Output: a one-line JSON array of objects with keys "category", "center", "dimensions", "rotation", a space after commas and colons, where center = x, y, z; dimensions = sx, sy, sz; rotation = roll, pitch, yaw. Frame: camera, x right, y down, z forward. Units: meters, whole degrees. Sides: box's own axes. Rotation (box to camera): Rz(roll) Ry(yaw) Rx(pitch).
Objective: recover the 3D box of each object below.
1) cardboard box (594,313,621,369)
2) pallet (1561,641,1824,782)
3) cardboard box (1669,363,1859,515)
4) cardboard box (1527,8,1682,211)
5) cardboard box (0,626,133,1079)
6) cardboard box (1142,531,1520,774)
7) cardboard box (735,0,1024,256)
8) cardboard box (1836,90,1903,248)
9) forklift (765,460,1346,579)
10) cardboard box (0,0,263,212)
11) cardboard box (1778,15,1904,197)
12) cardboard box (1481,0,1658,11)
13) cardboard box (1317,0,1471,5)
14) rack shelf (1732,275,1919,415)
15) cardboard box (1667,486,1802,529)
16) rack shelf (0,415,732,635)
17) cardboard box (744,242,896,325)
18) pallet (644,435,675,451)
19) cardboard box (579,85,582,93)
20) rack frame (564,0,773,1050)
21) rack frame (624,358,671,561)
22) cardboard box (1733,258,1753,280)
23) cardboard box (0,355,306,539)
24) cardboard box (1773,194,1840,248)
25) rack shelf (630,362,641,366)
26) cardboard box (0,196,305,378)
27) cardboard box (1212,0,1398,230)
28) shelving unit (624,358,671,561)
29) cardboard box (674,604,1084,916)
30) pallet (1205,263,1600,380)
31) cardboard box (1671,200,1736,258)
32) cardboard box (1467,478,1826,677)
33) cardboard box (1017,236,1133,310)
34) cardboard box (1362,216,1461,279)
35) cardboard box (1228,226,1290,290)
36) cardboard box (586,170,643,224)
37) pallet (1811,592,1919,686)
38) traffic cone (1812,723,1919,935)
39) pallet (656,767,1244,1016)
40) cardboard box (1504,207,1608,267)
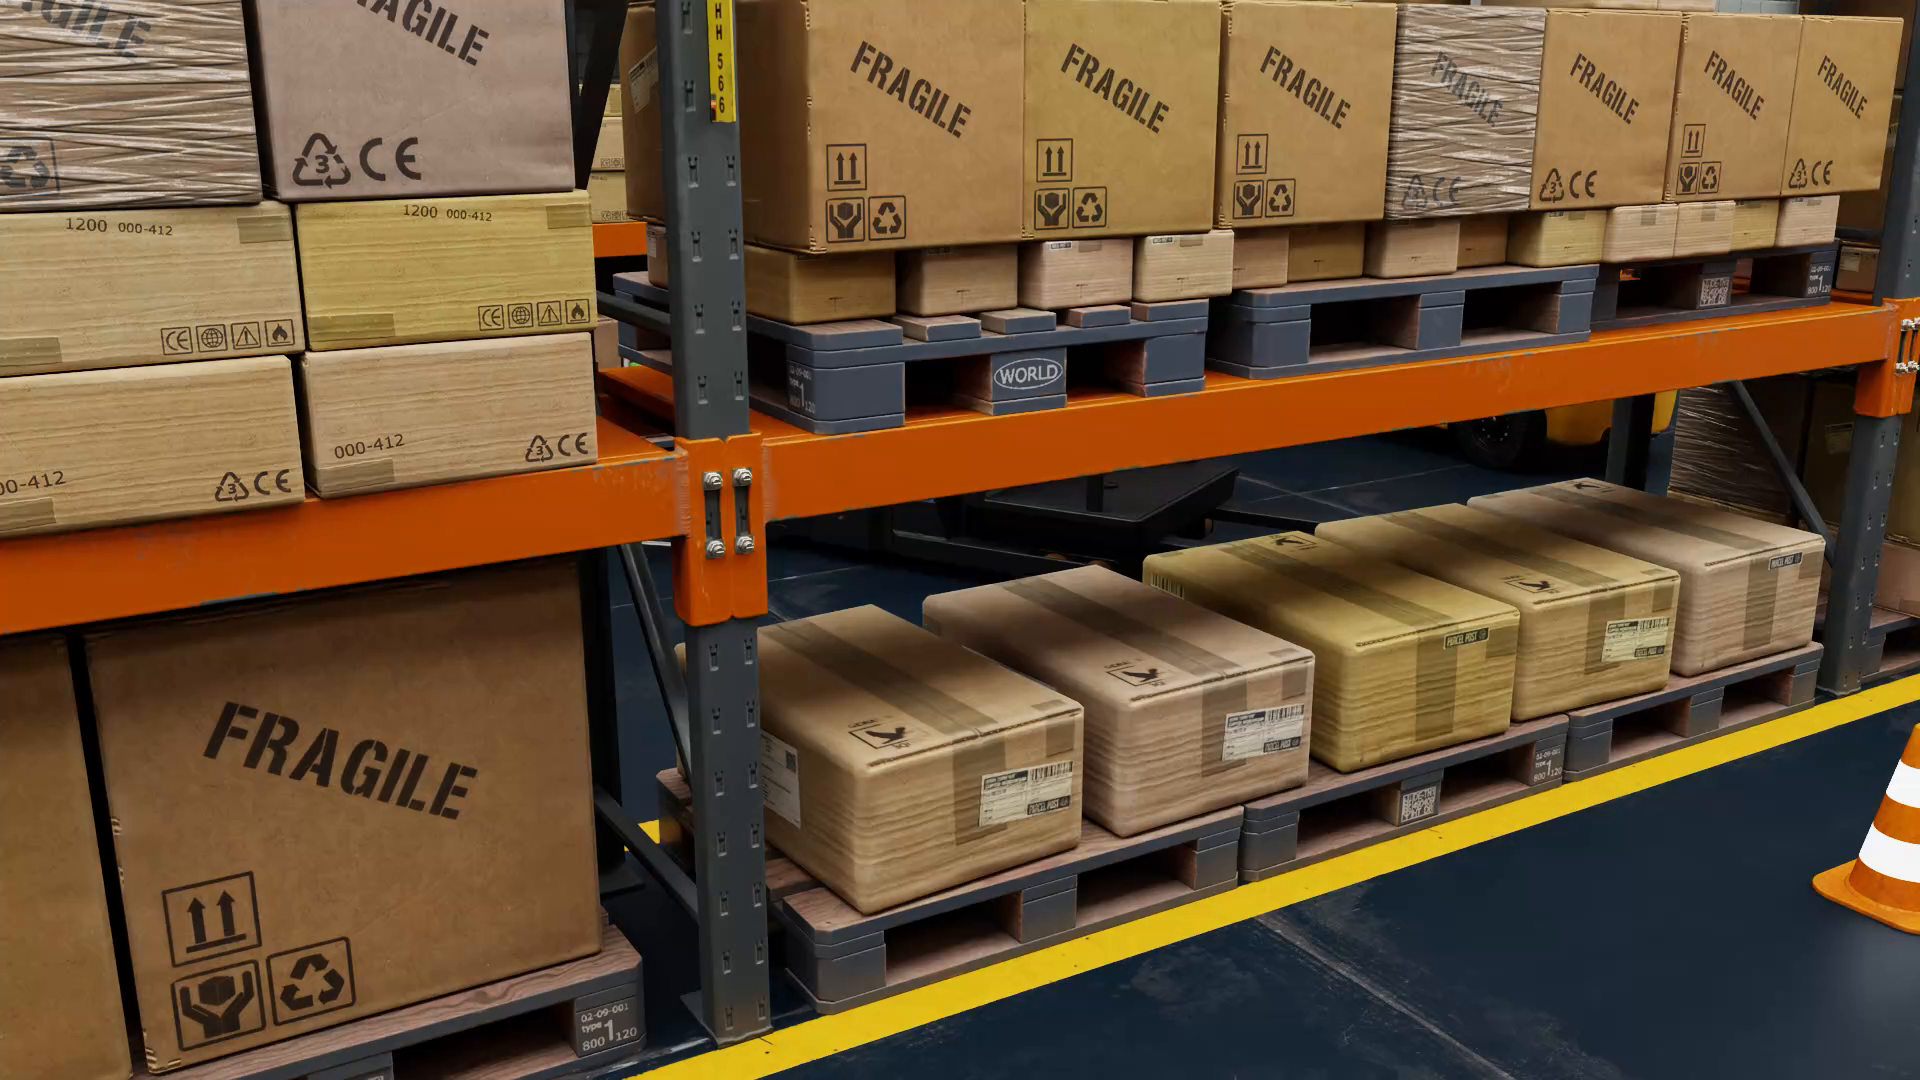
[{"category": "cardboard box", "center": [-2.178, -0.866, 8.564], "dimensions": [0.625, 0.625, 0.875], "rotation": [-9, 18, -28]}, {"category": "pallet", "center": [2.046, 0.412, 5.549], "dimensions": [1.213, 0.211, 1.003], "rotation": [-9, 18, -30]}, {"category": "cardboard box", "center": [3.082, -0.423, 6.288], "dimensions": [0.500, 0.500, 0.500], "rotation": [-9, 18, -30]}, {"category": "cardboard box", "center": [1.565, -1.176, 4.533], "dimensions": [0.500, 0.500, 0.500], "rotation": [-9, 18, -28]}, {"category": "cardboard box", "center": [-2.118, 0.537, 3.093], "dimensions": [0.875, 0.875, 0.875], "rotation": [-9, 18, -29]}, {"category": "cardboard box", "center": [1.055, 0.295, 4.890], "dimensions": [0.625, 0.372, 0.950], "rotation": [-9, 18, -28]}, {"category": "cardboard box", "center": [-0.211, -0.886, 3.498], "dimensions": [0.500, 0.500, 0.500], "rotation": [-10, 18, -31]}, {"category": "cardboard box", "center": [3.234, -1.227, 5.494], "dimensions": [0.500, 0.500, 0.500], "rotation": [-9, 18, -30]}, {"category": "forklift", "center": [0.540, -1.327, 6.715], "dimensions": [3.031, 2.935, 1.130], "rotation": [9, 18, 29]}, {"category": "cardboard box", "center": [-1.460, -0.807, 2.694], "dimensions": [0.500, 0.500, 0.500], "rotation": [-9, 18, -29]}, {"category": "cardboard box", "center": [2.435, -1.315, 5.031], "dimensions": [0.500, 0.500, 0.500], "rotation": [-10, 18, -31]}, {"category": "cardboard box", "center": [1.626, -1.486, 4.439], "dimensions": [0.250, 0.149, 0.380], "rotation": [-10, 19, -32]}, {"category": "cardboard box", "center": [1.249, -1.587, 4.797], "dimensions": [0.250, 0.149, 0.380], "rotation": [-8, 18, -27]}, {"category": "rack shelf", "center": [4.427, -0.971, 6.649], "dimensions": [4.000, 0.370, 1.077], "rotation": [-9, 18, -30]}, {"category": "cardboard box", "center": [3.081, -0.062, 6.389], "dimensions": [0.500, 0.250, 0.500], "rotation": [-8, 18, -27]}, {"category": "rack shelf", "center": [-2.430, 0.141, 2.681], "dimensions": [4.000, 0.370, 1.077], "rotation": [-9, 18, -30]}, {"category": "cardboard box", "center": [-0.342, -0.567, 3.561], "dimensions": [0.250, 0.149, 0.380], "rotation": [-10, 19, -33]}, {"category": "pallet", "center": [-1.505, -0.562, 9.025], "dimensions": [1.213, 0.211, 1.003], "rotation": [-9, 18, -30]}, {"category": "cardboard box", "center": [-1.998, -2.128, 8.056], "dimensions": [0.250, 0.149, 0.380], "rotation": [-9, 18, -29]}, {"category": "rack frame", "center": [-0.716, -0.483, 3.576], "dimensions": [0.127, 3.000, 1.000], "rotation": [-9, 18, -30]}, {"category": "rack frame", "center": [-1.268, -0.482, 6.906], "dimensions": [0.240, 1.200, 0.015], "rotation": [4, 16, 13]}, {"category": "cardboard box", "center": [2.831, -1.033, 6.005], "dimensions": [0.250, 0.149, 0.380], "rotation": [-9, 18, -30]}, {"category": "cardboard box", "center": [-1.446, -0.206, 2.865], "dimensions": [0.500, 0.250, 0.500], "rotation": [-9, 18, -29]}, {"category": "cardboard box", "center": [2.414, -0.985, 5.054], "dimensions": [0.250, 0.149, 0.380], "rotation": [-9, 18, -29]}, {"category": "rack shelf", "center": [-1.211, -0.716, 7.087], "dimensions": [0.258, 0.148, 0.480], "rotation": [4, 16, 13]}, {"category": "cardboard box", "center": [-1.438, -0.453, 2.822], "dimensions": [0.500, 0.250, 0.500], "rotation": [-10, 18, -31]}, {"category": "cardboard box", "center": [0.684, -1.035, 4.031], "dimensions": [0.500, 0.500, 0.500], "rotation": [-9, 18, -29]}, {"category": "shelving unit", "center": [-1.211, -0.546, 7.135], "dimensions": [0.258, 1.200, 0.503], "rotation": [4, 16, 13]}, {"category": "cardboard box", "center": [-0.226, 0.504, 4.146], "dimensions": [0.625, 0.372, 0.950], "rotation": [-11, 19, -33]}, {"category": "pallet", "center": [0.960, -0.675, 4.617], "dimensions": [1.213, 0.211, 1.003], "rotation": [-9, 18, -30]}, {"category": "cardboard box", "center": [1.976, -0.908, 4.780], "dimensions": [0.250, 0.149, 0.380], "rotation": [-10, 18, -31]}, {"category": "cardboard box", "center": [2.265, 0.097, 5.596], "dimensions": [0.625, 0.372, 0.950], "rotation": [-9, 18, -29]}, {"category": "cardboard box", "center": [0.176, -0.625, 3.771], "dimensions": [0.250, 0.149, 0.380], "rotation": [-11, 19, -33]}, {"category": "cardboard box", "center": [1.069, -0.780, 4.323], "dimensions": [0.250, 0.149, 0.380], "rotation": [-9, 18, -28]}, {"category": "cardboard box", "center": [0.589, -0.711, 4.074], "dimensions": [0.250, 0.149, 0.380], "rotation": [-8, 18, -26]}, {"category": "cardboard box", "center": [-1.898, -1.706, 8.216], "dimensions": [0.500, 0.250, 0.500], "rotation": [-10, 18, -31]}, {"category": "pallet", "center": [3.270, 0.202, 6.298], "dimensions": [1.213, 0.211, 1.003], "rotation": [-9, 18, -30]}, {"category": "traffic cone", "center": [2.371, 0.679, 4.132], "dimensions": [0.334, 0.463, 0.336], "rotation": [-9, 18, -30]}, {"category": "pallet", "center": [-0.045, 0.751, 4.339], "dimensions": [1.213, 0.211, 1.003], "rotation": [-9, 18, -30]}, {"category": "cardboard box", "center": [1.532, -0.847, 4.560], "dimensions": [0.250, 0.149, 0.380], "rotation": [-9, 18, -30]}]
